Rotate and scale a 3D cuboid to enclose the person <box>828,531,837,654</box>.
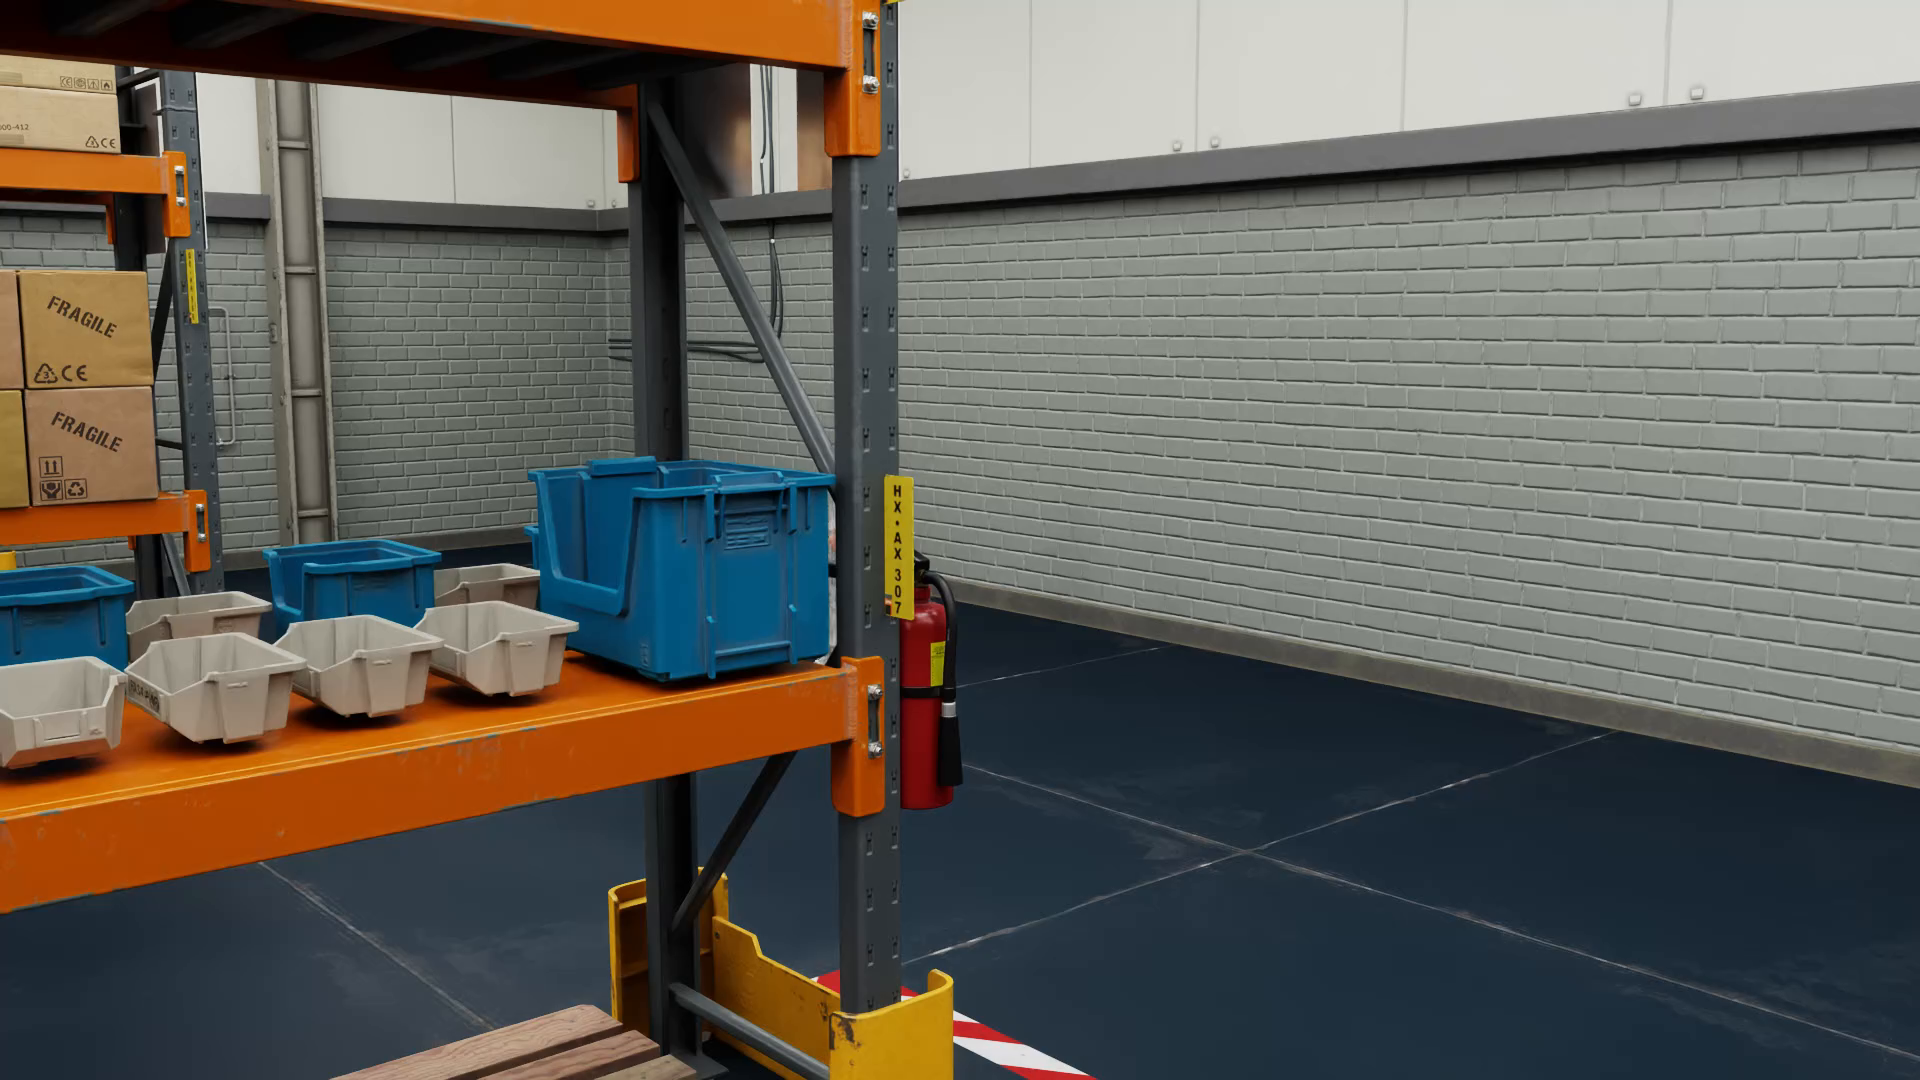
[{"bbox_3d":[-0.645,0.054,10.057,0.304,1.278,0.440,3,8,21],"label":"person"}]
